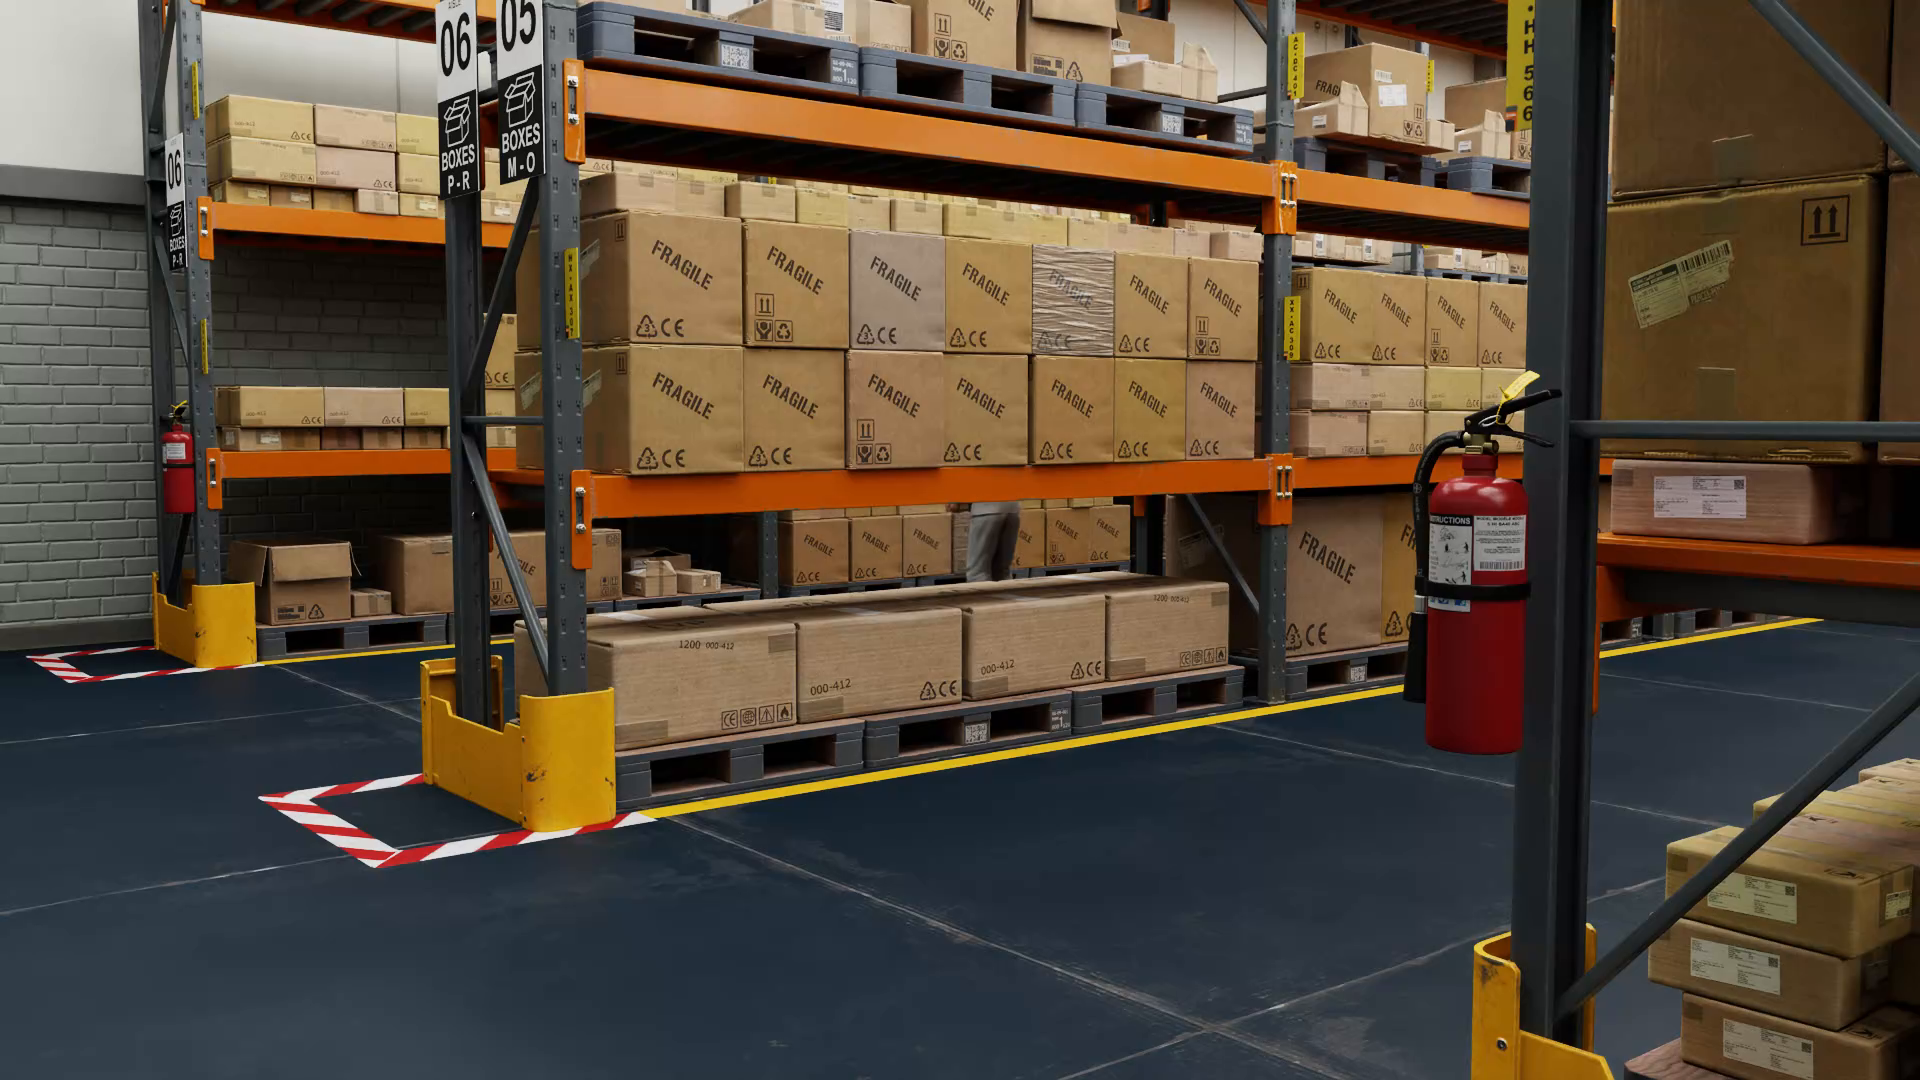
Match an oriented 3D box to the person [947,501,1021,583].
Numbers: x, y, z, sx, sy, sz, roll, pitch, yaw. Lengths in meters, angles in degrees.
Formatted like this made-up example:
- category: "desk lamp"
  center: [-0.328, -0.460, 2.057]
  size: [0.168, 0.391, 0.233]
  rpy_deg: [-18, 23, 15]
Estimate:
- category: "person"
  center: [0.186, -0.134, 11.041]
  size: [0.436, 1.666, 0.554]
  rpy_deg: [-3, 6, -38]
